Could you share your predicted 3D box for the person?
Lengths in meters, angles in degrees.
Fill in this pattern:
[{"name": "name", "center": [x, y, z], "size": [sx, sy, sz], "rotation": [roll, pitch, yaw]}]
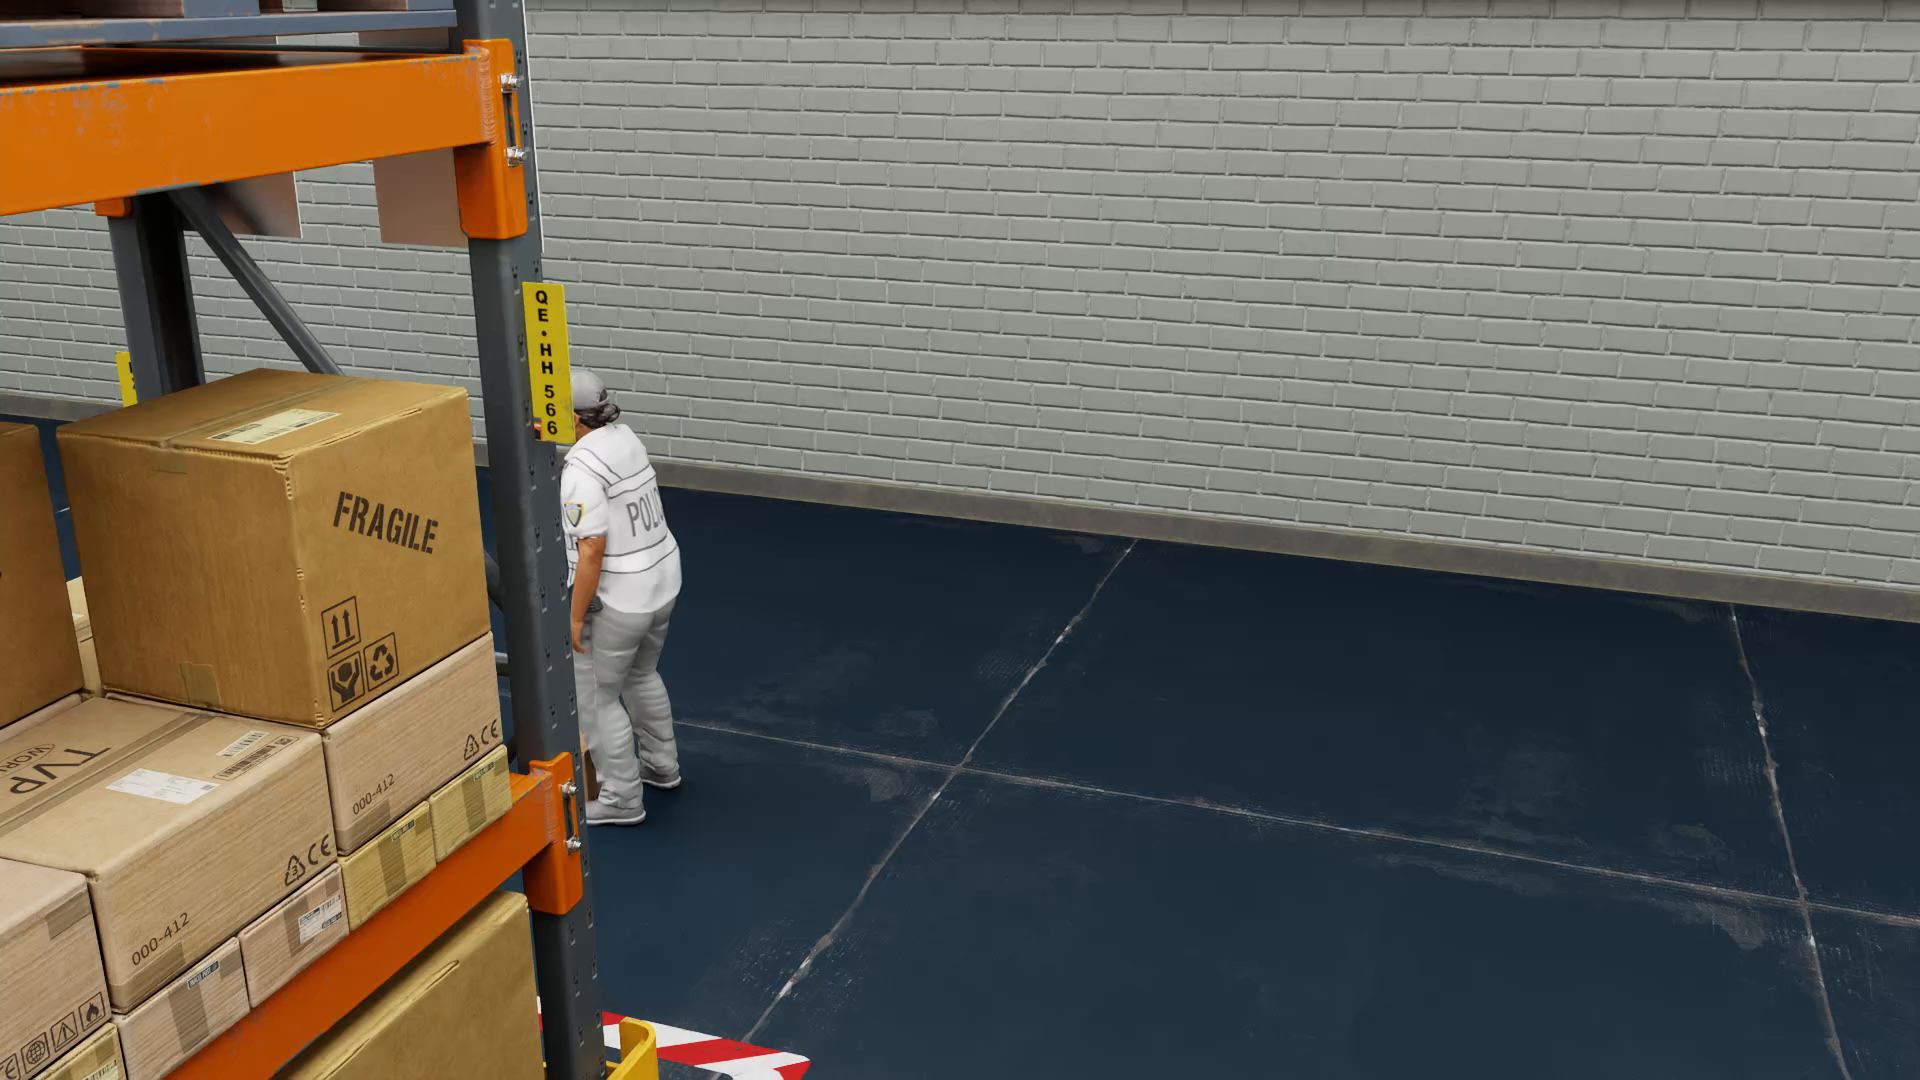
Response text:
[{"name": "person", "center": [-1.251, 0.198, 5.968], "size": [0.465, 1.667, 0.564], "rotation": [5, 19, 15]}]
